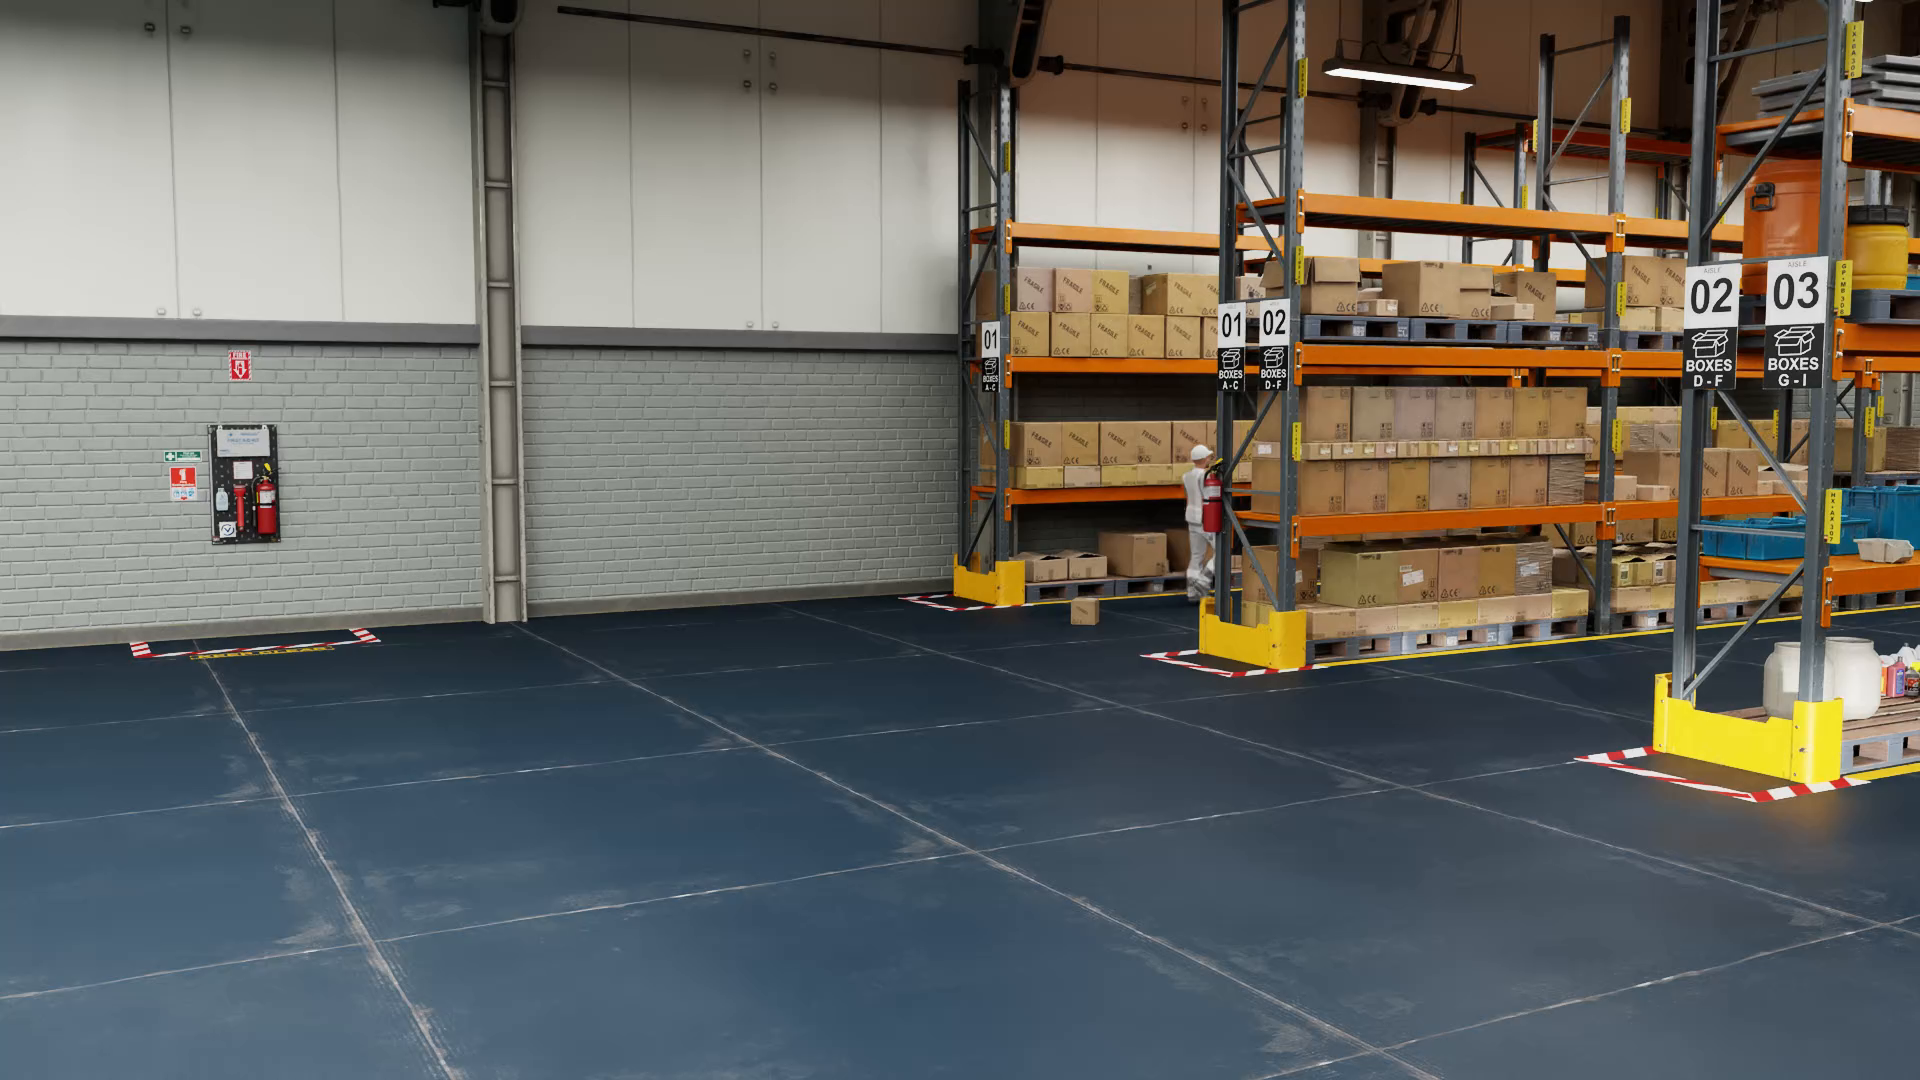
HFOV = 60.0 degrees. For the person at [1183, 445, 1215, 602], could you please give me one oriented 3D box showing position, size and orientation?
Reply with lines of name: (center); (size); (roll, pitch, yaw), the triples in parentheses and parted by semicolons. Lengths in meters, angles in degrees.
person: (2.799, -0.179, 18.843); (0.458, 1.801, 0.595); (-2, 5, -24)
